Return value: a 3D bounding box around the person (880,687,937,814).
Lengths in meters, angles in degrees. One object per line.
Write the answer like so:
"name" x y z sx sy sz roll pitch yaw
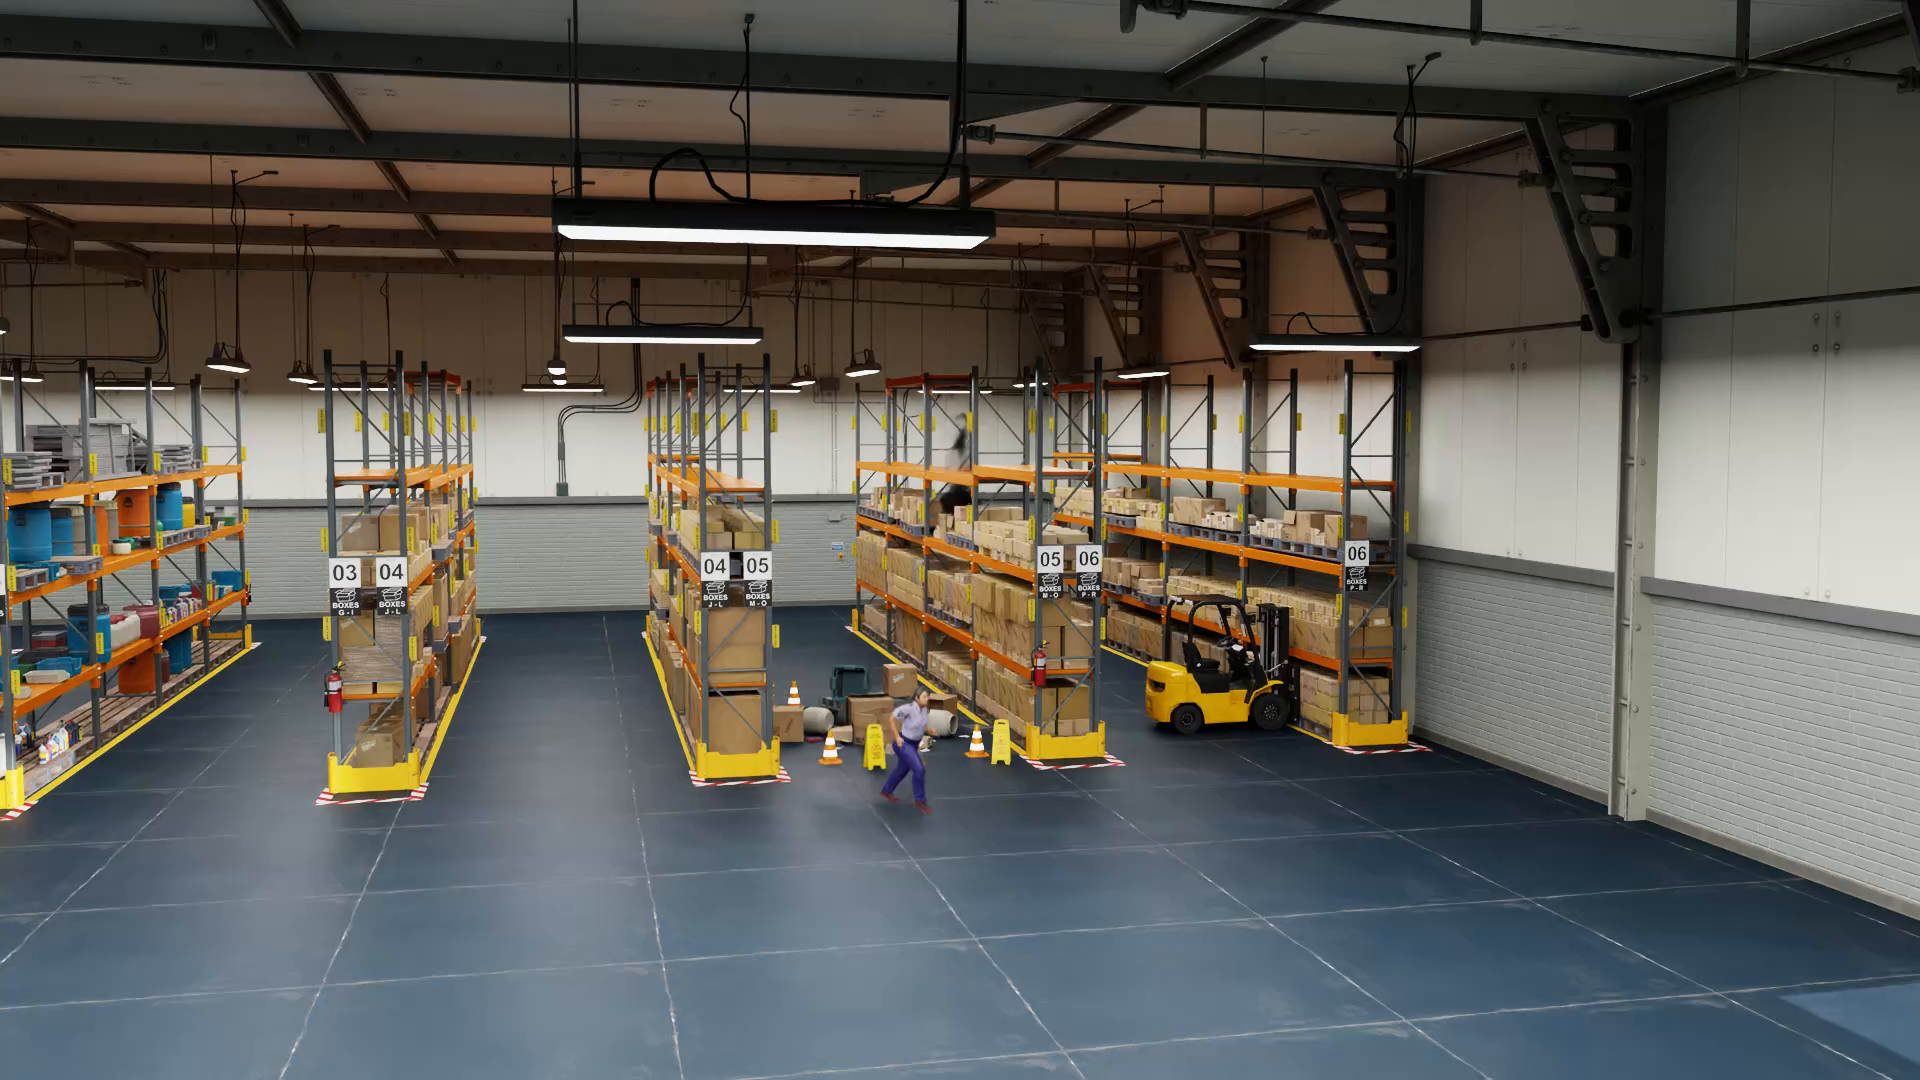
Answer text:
"person" -0.700 2.720 21.603 0.876 1.638 0.600 2 5 31
